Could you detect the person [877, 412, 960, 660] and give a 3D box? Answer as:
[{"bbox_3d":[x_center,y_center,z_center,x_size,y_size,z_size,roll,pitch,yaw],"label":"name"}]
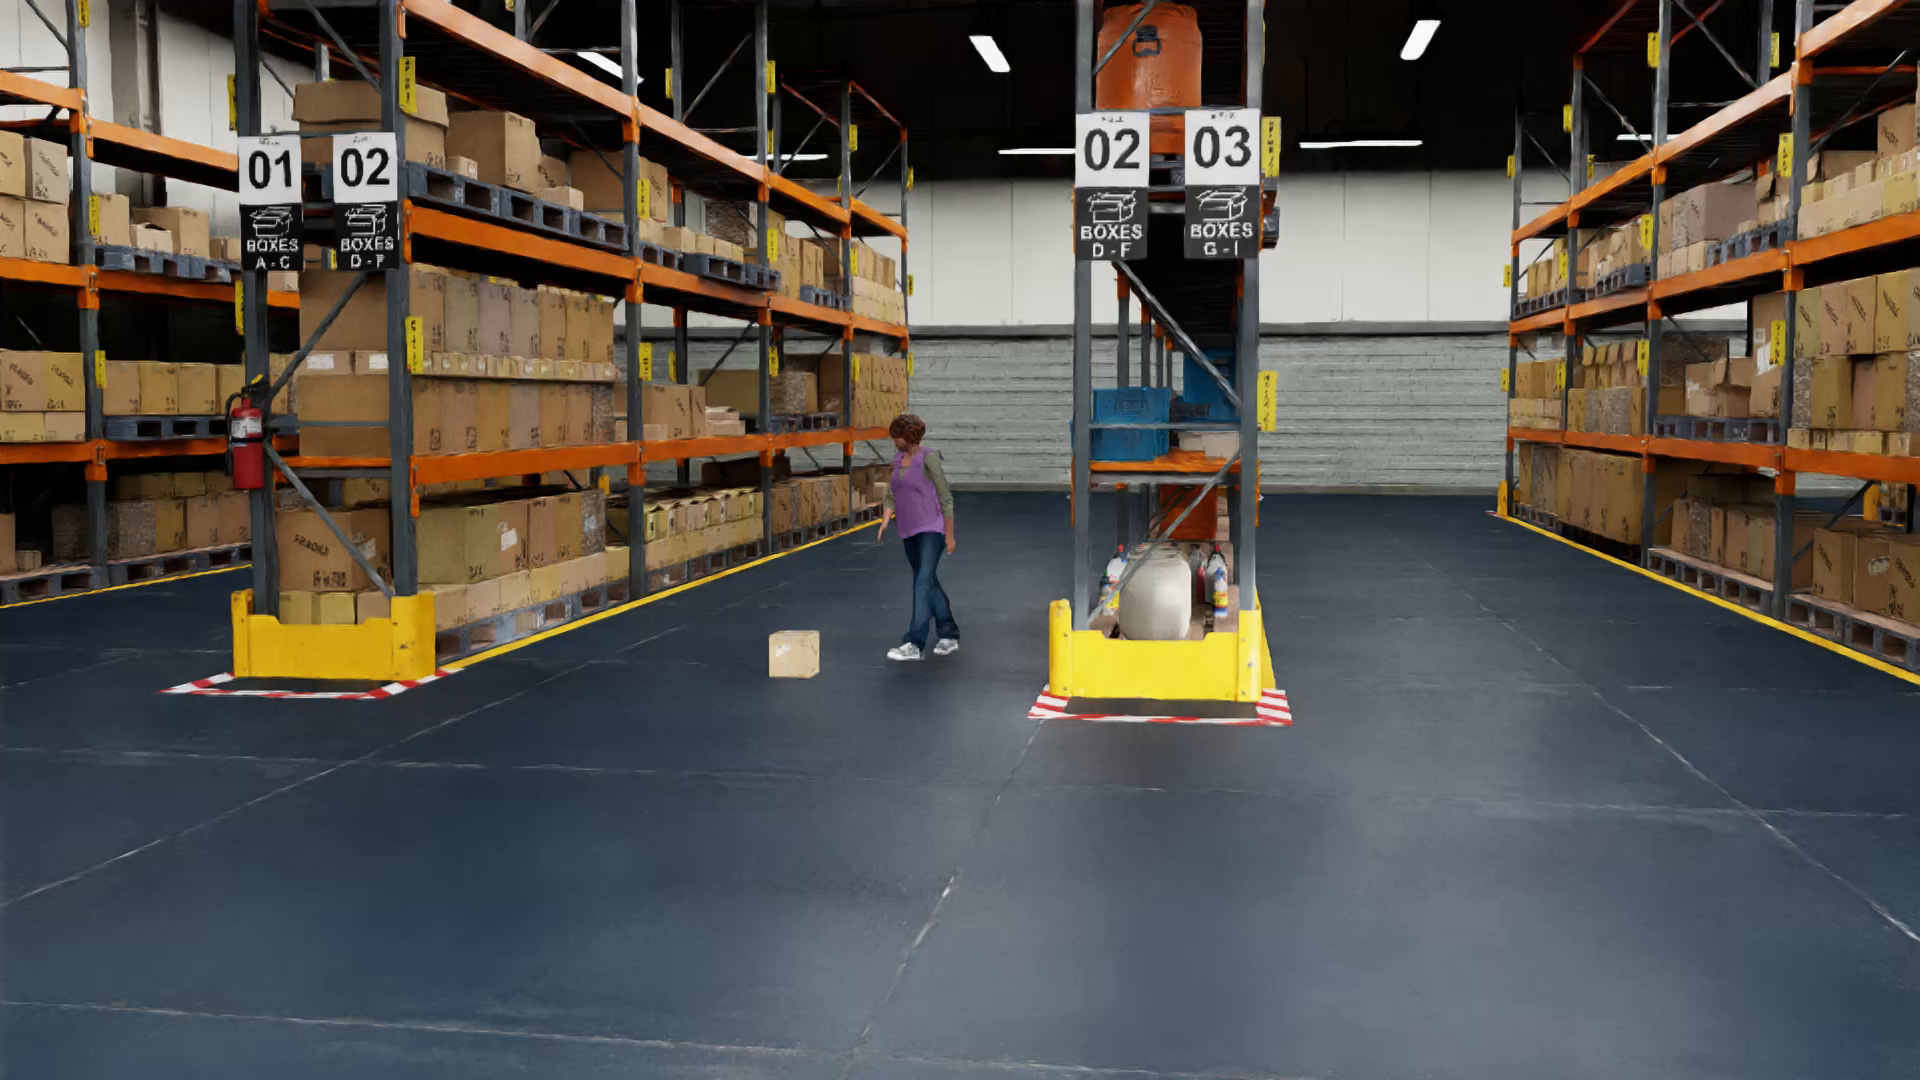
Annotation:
[{"bbox_3d":[-0.269,-0.029,10.484,0.458,1.548,0.832,5,7,45],"label":"person"}]
